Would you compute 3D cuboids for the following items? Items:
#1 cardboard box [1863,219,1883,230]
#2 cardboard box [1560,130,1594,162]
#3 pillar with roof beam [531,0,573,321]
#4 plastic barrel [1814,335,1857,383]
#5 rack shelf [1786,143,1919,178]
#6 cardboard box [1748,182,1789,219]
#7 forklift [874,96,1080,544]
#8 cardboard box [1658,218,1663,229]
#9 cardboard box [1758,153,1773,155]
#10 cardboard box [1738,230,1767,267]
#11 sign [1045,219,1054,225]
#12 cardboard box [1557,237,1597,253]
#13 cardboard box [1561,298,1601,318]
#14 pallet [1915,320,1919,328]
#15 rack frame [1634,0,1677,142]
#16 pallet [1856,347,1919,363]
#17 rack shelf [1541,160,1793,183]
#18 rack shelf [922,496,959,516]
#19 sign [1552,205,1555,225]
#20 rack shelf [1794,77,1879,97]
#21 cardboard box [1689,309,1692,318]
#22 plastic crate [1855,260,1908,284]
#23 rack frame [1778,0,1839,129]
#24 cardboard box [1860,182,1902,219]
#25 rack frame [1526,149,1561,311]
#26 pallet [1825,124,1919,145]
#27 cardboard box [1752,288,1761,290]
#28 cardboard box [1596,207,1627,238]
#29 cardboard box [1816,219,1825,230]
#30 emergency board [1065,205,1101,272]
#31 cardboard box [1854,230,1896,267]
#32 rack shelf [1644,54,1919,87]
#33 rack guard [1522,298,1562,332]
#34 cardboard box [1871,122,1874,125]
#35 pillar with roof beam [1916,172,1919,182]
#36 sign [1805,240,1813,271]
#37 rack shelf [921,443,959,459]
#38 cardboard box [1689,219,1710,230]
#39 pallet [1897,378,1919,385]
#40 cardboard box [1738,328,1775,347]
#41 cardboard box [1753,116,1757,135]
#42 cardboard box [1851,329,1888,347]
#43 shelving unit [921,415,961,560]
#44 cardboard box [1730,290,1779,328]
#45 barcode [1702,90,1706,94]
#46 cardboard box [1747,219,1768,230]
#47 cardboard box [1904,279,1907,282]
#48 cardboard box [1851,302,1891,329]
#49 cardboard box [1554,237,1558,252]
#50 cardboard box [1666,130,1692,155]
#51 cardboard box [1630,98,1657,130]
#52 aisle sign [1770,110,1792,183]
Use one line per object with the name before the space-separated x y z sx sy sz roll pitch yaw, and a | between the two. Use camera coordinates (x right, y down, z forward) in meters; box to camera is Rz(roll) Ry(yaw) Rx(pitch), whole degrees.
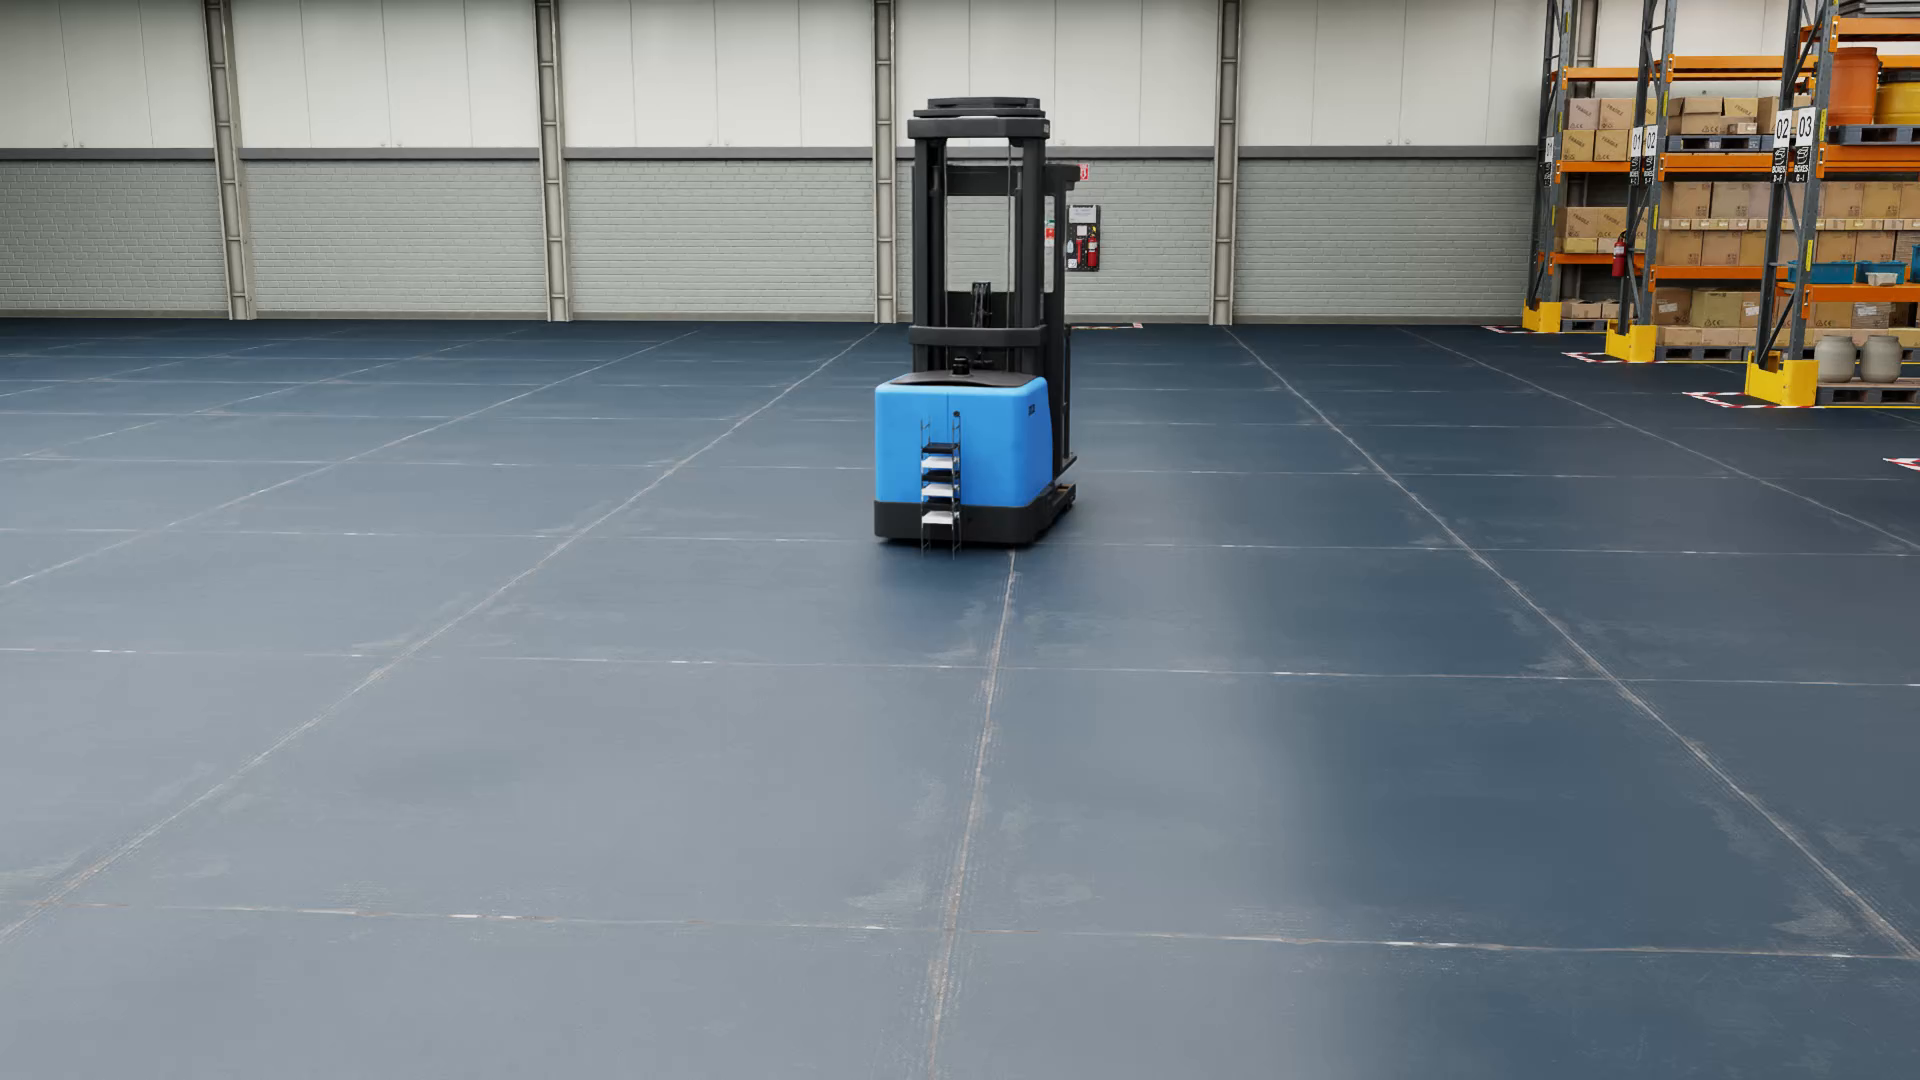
cardboard box | 12.489 -4.347 22.895 0.250 0.149 0.380 1 12 4
cardboard box | 10.198 -6.549 27.629 0.500 0.500 0.500 1 12 5
pillar with roof beam | -7.610 -7.548 25.372 0.400 9.000 9.100 1 12 4
plastic barrel | 9.881 -2.048 18.782 0.421 0.512 0.421 0 12 0
rack shelf | 11.215 -4.142 18.174 4.000 0.370 1.077 1 12 4
cardboard box | 11.100 -4.727 23.125 0.500 0.500 0.700 1 12 4
forklift | 0.254 -1.664 12.063 1.130 2.935 3.031 3 12 13
cardboard box | 9.948 -4.465 23.460 0.250 0.149 0.380 1 12 3
cardboard box | 13.350 -6.506 27.425 0.500 0.500 0.500 1 12 5
cardboard box | 11.038 -4.091 23.255 0.500 0.500 0.700 1 12 4
sign | 1.647 -5.672 29.674 0.331 0.109 0.001 1 12 4
cardboard box | 10.347 -4.942 27.885 0.500 0.250 0.500 0 12 2
cardboard box | 10.566 -3.949 28.311 0.500 0.311 0.500 -1 12 -3
pallet | 15.870 -3.631 28.111 1.213 0.211 1.003 1 12 4
rack frame | 9.554 -7.002 22.762 0.127 3.000 1.000 1 12 4
pallet | 12.755 -2.665 23.493 1.213 0.211 1.003 1 12 4
rack shelf | 11.877 -6.166 27.850 4.000 0.370 1.077 1 12 4
rack shelf | -0.121 -0.218 10.715 0.200 0.077 0.258 2 12 11
sign | 9.845 -5.390 27.596 0.005 0.325 0.100 1 12 4
rack shelf | 15.868 -7.384 27.322 4.000 0.370 1.077 1 12 4
cardboard box | 12.278 -3.868 28.323 0.250 0.149 0.380 0 12 -1
plastic crate | 10.386 -3.025 18.765 0.408 0.251 0.499 1 12 4
rack frame | 9.219 -5.990 17.924 0.127 3.000 1.000 1 12 4
cardboard box | 12.598 -4.706 23.026 0.500 0.500 0.700 1 12 4
rack frame | 9.881 -5.077 28.214 0.127 3.000 1.000 1 12 4
pallet | 10.038 -4.398 18.101 1.213 0.211 1.003 1 12 4
cardboard box | 11.607 -3.328 23.708 0.500 0.500 0.500 1 12 4
cardboard box | 10.830 -5.304 27.784 0.500 0.500 0.500 1 12 4
cardboard box | 11.728 -4.358 22.945 0.250 0.149 0.380 1 12 6
emergency board | 2.188 -5.368 29.604 0.643 1.169 0.194 1 12 4
cardboard box | 12.575 -4.070 23.155 0.500 0.500 0.700 1 12 3
rack shelf | 11.550 -6.426 22.745 4.000 0.370 1.077 1 12 4
rack guard | 9.957 -3.853 28.465 0.348 0.500 1.175 1 12 4
cardboard box | 12.323 -5.590 22.588 0.250 0.149 0.380 1 12 4
pillar with roof beam | 16.337 -7.219 23.802 0.400 9.000 9.100 1 12 4
sign | 9.178 -3.076 17.973 0.005 0.325 0.100 1 12 4
rack shelf | -0.121 -0.570 10.641 0.200 0.077 0.258 2 12 11
cardboard box | 10.195 -4.379 23.049 0.250 0.149 0.380 0 12 2
pallet | 11.323 -1.668 18.724 1.213 0.211 1.003 1 12 4
cardboard box | 11.072 -2.859 23.300 0.500 0.250 0.500 1 12 4
cardboard box | 11.276 -5.794 23.166 0.500 0.311 0.500 2 12 10
cardboard box | 12.570 -2.841 23.212 0.500 0.250 0.500 1 12 4
shelving unit | -0.121 -0.339 10.689 0.210 0.900 0.258 2 12 11
cardboard box | 11.073 -3.228 23.234 0.500 0.500 0.500 1 12 4
barcode | 12.514 -7.527 27.962 0.075 0.075 0.001 1 12 4
cardboard box | 10.961 -4.368 22.997 0.250 0.149 0.380 0 12 2
cardboard box | 15.567 -4.363 27.999 0.500 0.250 0.500 0 12 2
cardboard box | 12.570 -3.208 23.137 0.500 0.500 0.500 1 12 4
cardboard box | 10.361 -5.047 28.386 0.500 0.250 0.500 1 12 5
cardboard box | 11.786 -6.525 27.514 0.500 0.500 0.500 2 12 7
cardboard box | 11.259 -7.017 27.425 0.500 0.500 0.500 1 12 5
aisle sign | 9.167 -4.387 18.567 0.004 0.787 0.394 1 12 4
